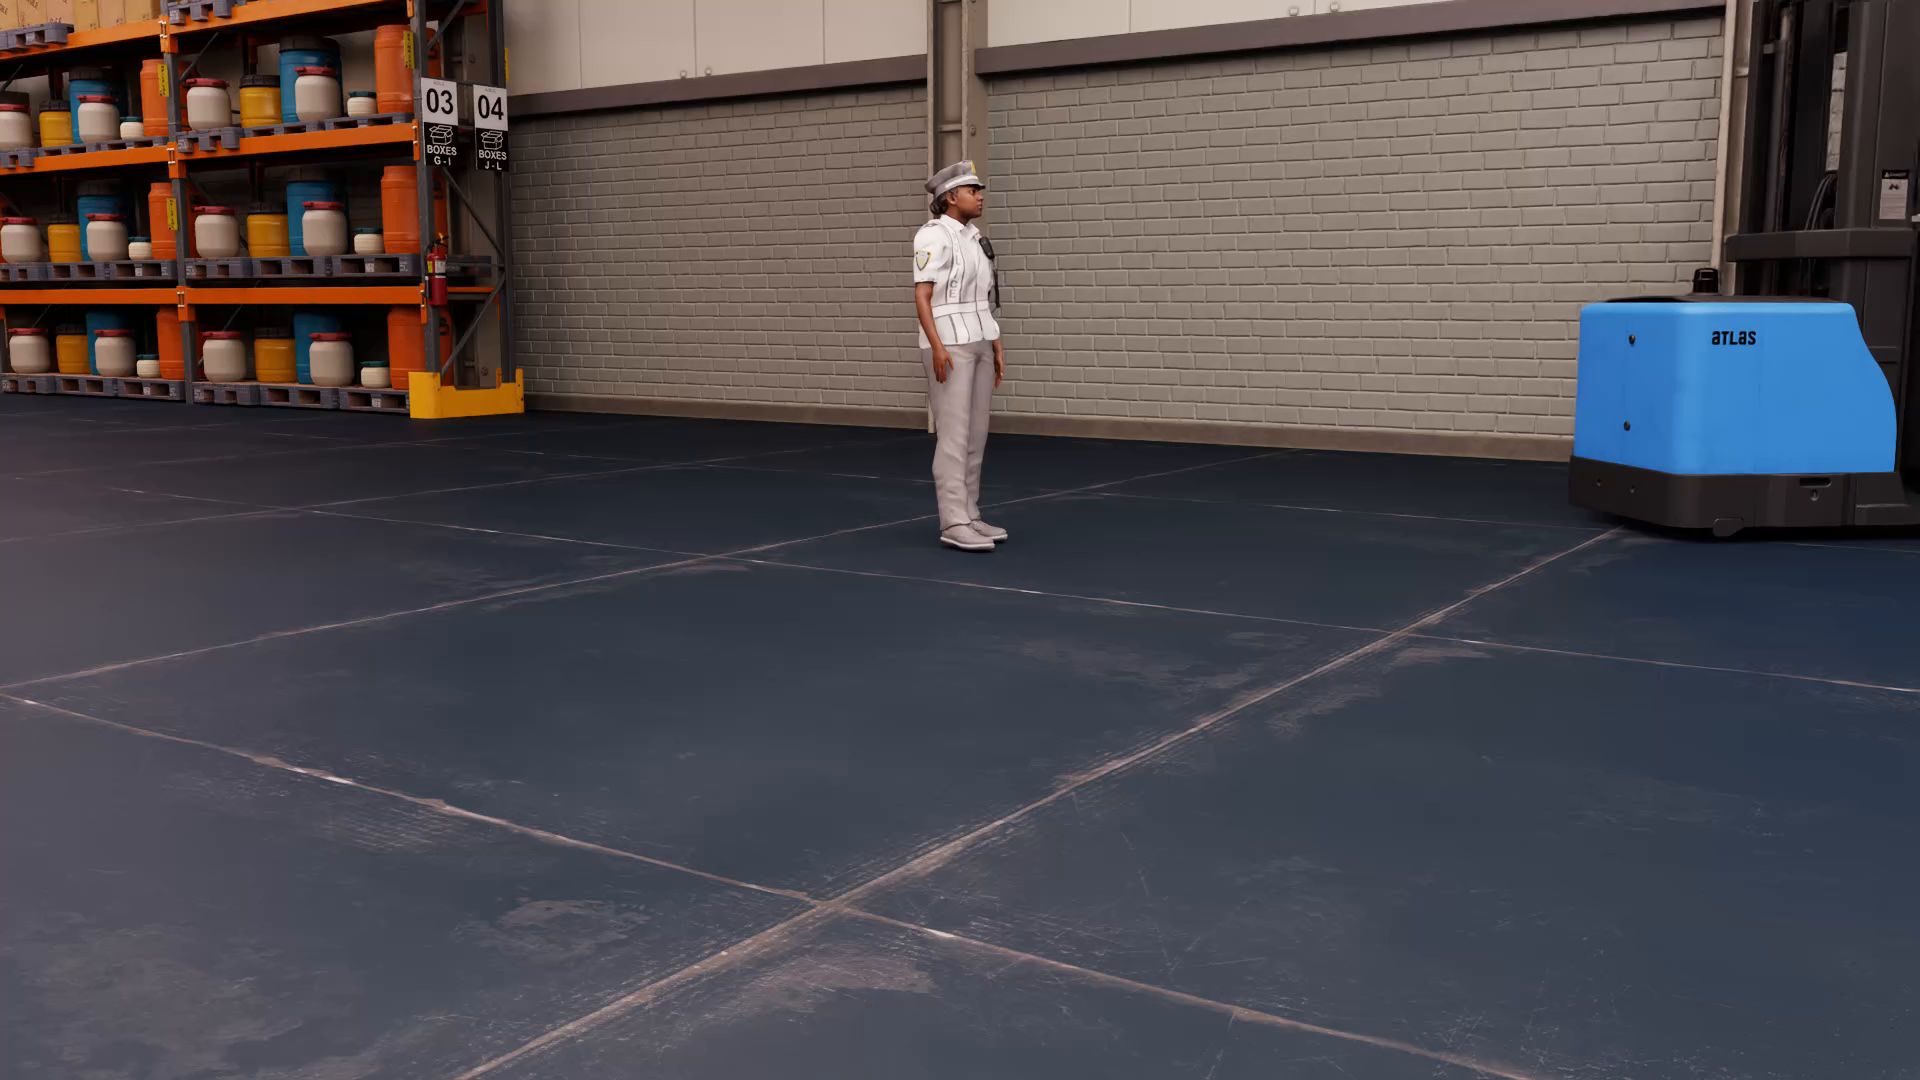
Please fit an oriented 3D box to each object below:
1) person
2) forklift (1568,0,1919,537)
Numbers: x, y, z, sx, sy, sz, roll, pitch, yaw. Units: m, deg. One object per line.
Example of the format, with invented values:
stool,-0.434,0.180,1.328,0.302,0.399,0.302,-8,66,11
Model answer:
person,0.052,-0.838,7.426,0.528,1.697,0.570,5,10,34
forklift,4.630,-1.533,7.975,3.031,2.935,1.130,-1,8,-8
